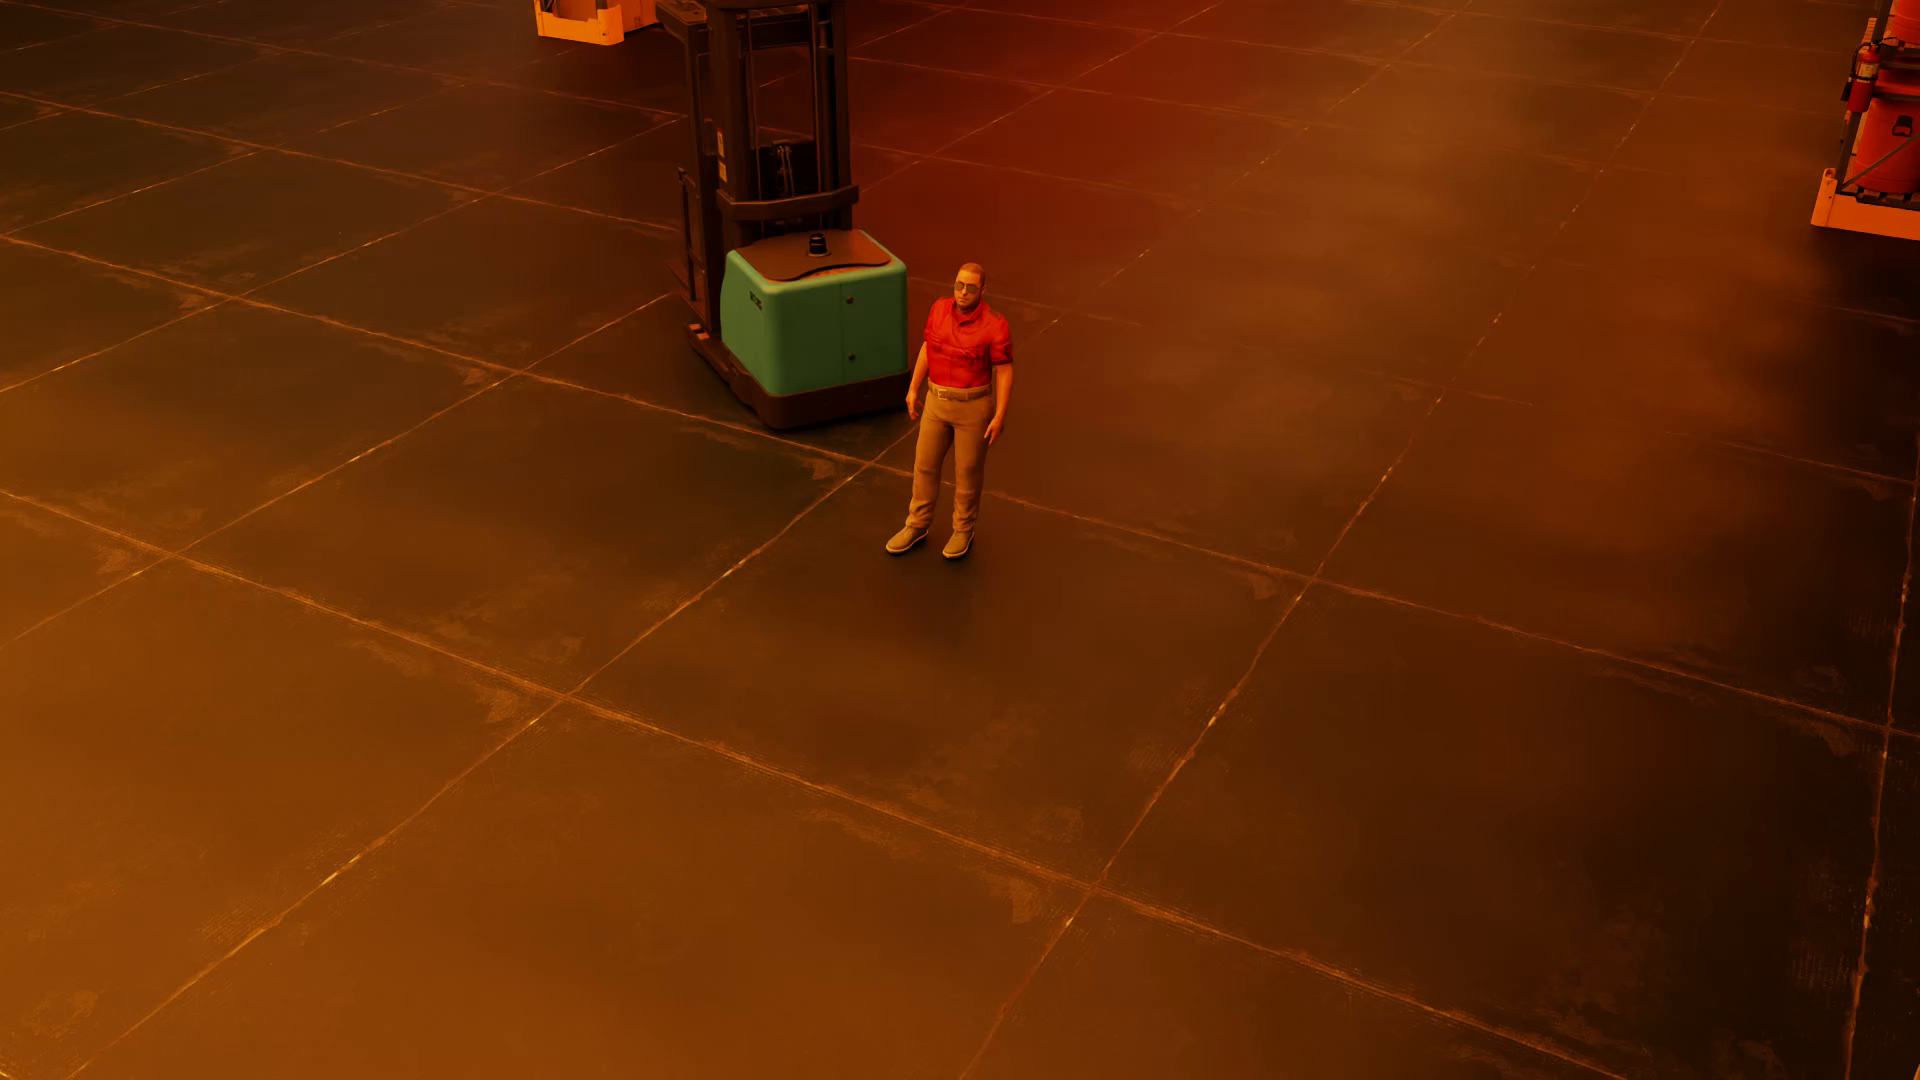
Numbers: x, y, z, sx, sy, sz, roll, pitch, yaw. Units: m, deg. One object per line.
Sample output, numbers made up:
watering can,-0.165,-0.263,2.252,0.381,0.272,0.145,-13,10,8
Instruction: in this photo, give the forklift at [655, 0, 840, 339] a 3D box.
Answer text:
forklift,-1.463,-2.733,11.870,1.101,2.867,2.884,-13,33,-22
